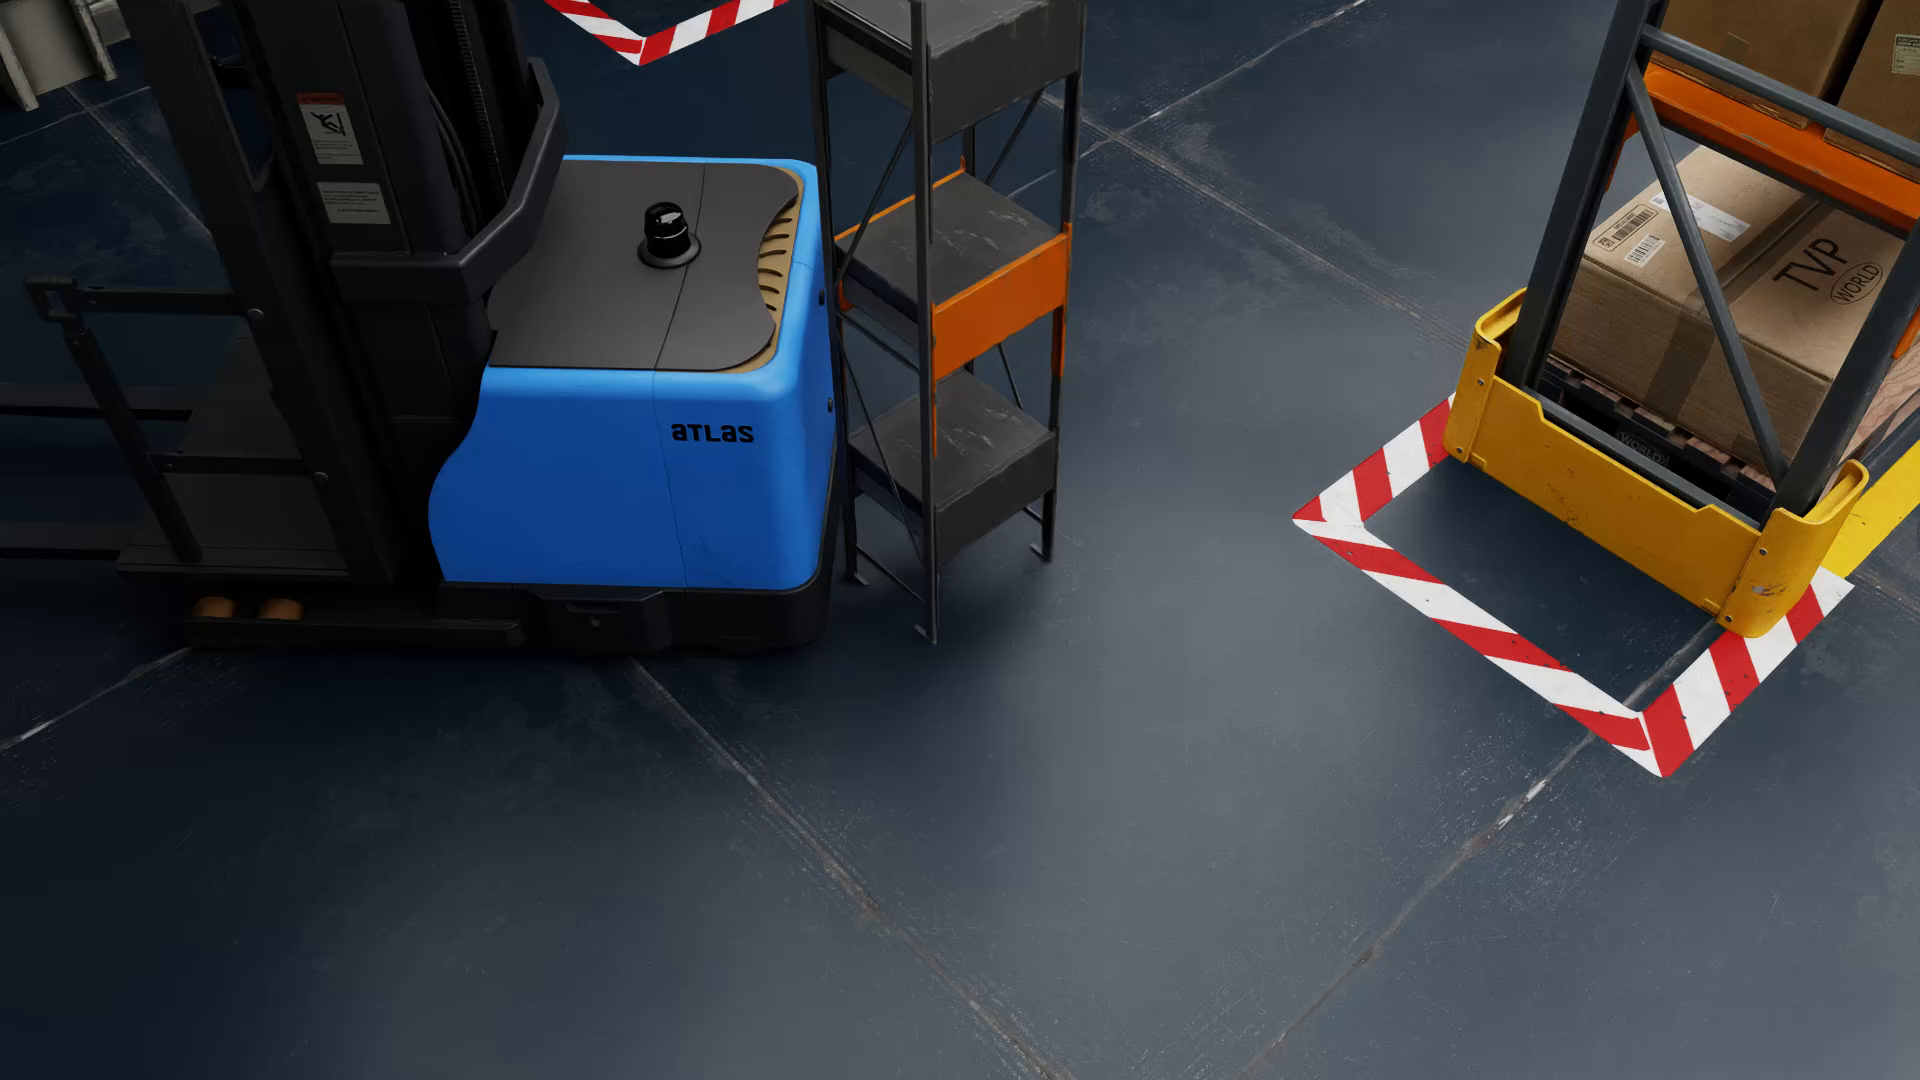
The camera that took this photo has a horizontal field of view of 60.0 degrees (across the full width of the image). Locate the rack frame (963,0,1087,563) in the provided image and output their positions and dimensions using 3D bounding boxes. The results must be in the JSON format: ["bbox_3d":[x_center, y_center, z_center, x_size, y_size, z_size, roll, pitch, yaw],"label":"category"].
[{"bbox_3d":[0.149,-0.751,4.515,0.015,2.100,0.400,-34,56,-27],"label":"rack frame"}]

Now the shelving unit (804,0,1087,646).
[{"bbox_3d":[-0.031,-0.630,4.402,0.503,2.100,0.431,-34,56,-27],"label":"shelving unit"}]

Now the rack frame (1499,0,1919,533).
[{"bbox_3d":[2.118,-1.117,4.240,0.127,3.000,1.000,-34,56,-27],"label":"rack frame"}]

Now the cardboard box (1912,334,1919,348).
[{"bbox_3d":[3.210,-1.228,5.800,0.875,0.438,0.875,-32,55,-26],"label":"cardboard box"}]

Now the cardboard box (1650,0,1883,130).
[{"bbox_3d":[2.296,-1.533,4.556,0.500,0.500,0.500,-33,56,-27],"label":"cardboard box"}]

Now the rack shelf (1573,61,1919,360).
[{"bbox_3d":[3.597,-1.862,5.417,4.000,0.370,1.077,-34,56,-27],"label":"rack shelf"}]

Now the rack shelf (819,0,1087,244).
[{"bbox_3d":[-0.031,-1.095,3.898,0.480,0.518,0.431,-34,56,-27],"label":"rack shelf"}]

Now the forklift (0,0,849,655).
[{"bbox_3d":[-1.895,-1.053,4.228,3.031,2.935,1.130,2,47,1],"label":"forklift"}]

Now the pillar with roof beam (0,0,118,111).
[{"bbox_3d":[-0.930,-2.665,1.586,0.400,9.000,9.100,-34,56,-27],"label":"pillar with roof beam"}]

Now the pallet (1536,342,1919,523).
[{"bbox_3d":[2.656,-0.609,5.669,1.213,0.211,1.003,-34,56,-27],"label":"pallet"}]

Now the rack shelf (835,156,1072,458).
[{"bbox_3d":[-0.031,-0.620,4.412,0.480,0.518,0.431,-34,56,-27],"label":"rack shelf"}]

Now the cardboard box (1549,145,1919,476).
[{"bbox_3d":[2.539,-0.771,5.378,0.875,0.438,0.875,-36,57,-28],"label":"cardboard box"}]

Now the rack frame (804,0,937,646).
[{"bbox_3d":[-0.210,-0.508,4.290,0.015,2.100,0.400,-34,56,-27],"label":"rack frame"}]

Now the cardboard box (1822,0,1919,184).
[{"bbox_3d":[2.666,-1.232,4.278,0.500,0.500,0.500,-34,56,-27],"label":"cardboard box"}]

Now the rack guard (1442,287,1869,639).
[{"bbox_3d":[2.100,-0.258,5.147,0.348,0.500,1.175,-34,56,-27],"label":"rack guard"}]

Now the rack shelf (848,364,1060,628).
[{"bbox_3d":[-0.031,-0.146,4.927,0.480,0.518,0.431,-34,56,-27],"label":"rack shelf"}]
